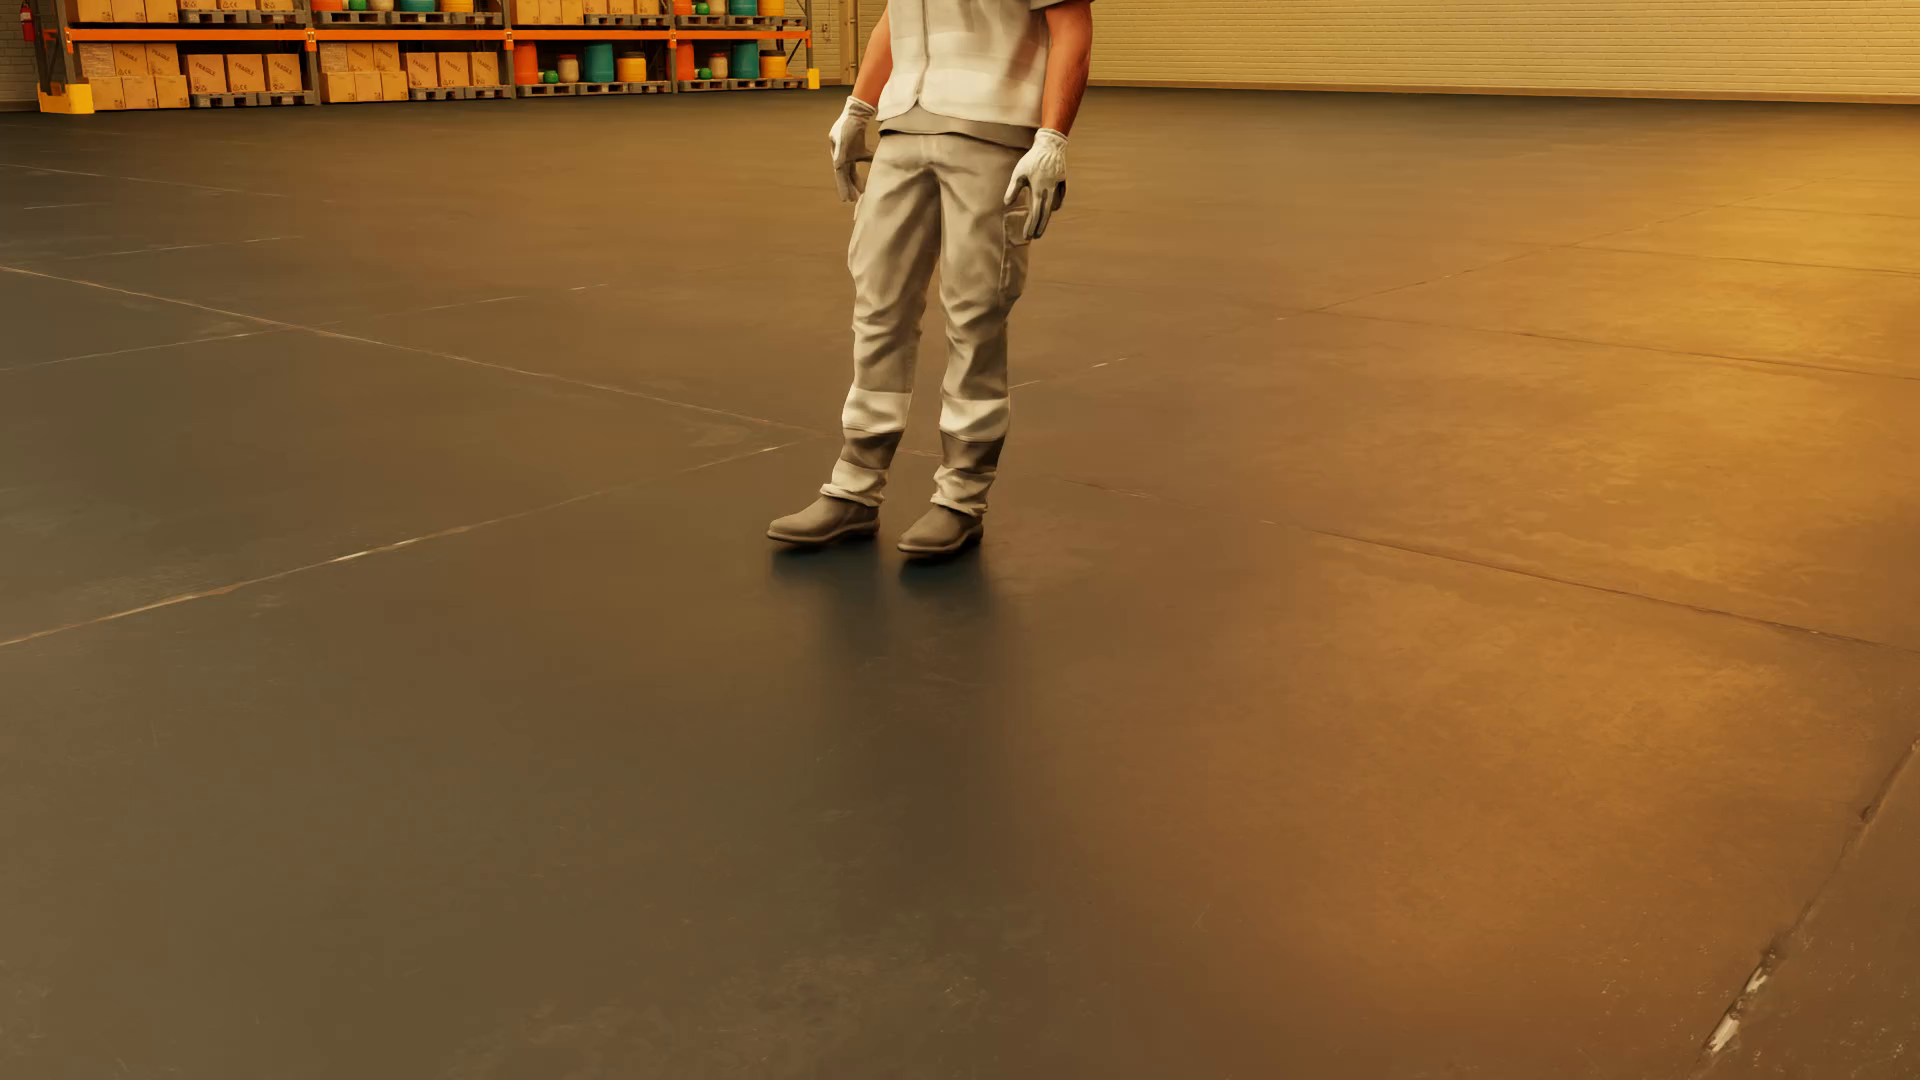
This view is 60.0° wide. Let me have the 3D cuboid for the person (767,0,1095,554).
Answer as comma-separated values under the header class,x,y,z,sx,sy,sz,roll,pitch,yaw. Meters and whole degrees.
class,x,y,z,sx,sy,sz,roll,pitch,yaw
person,-0.061,-0.848,3.629,0.637,1.787,0.564,13,21,37
